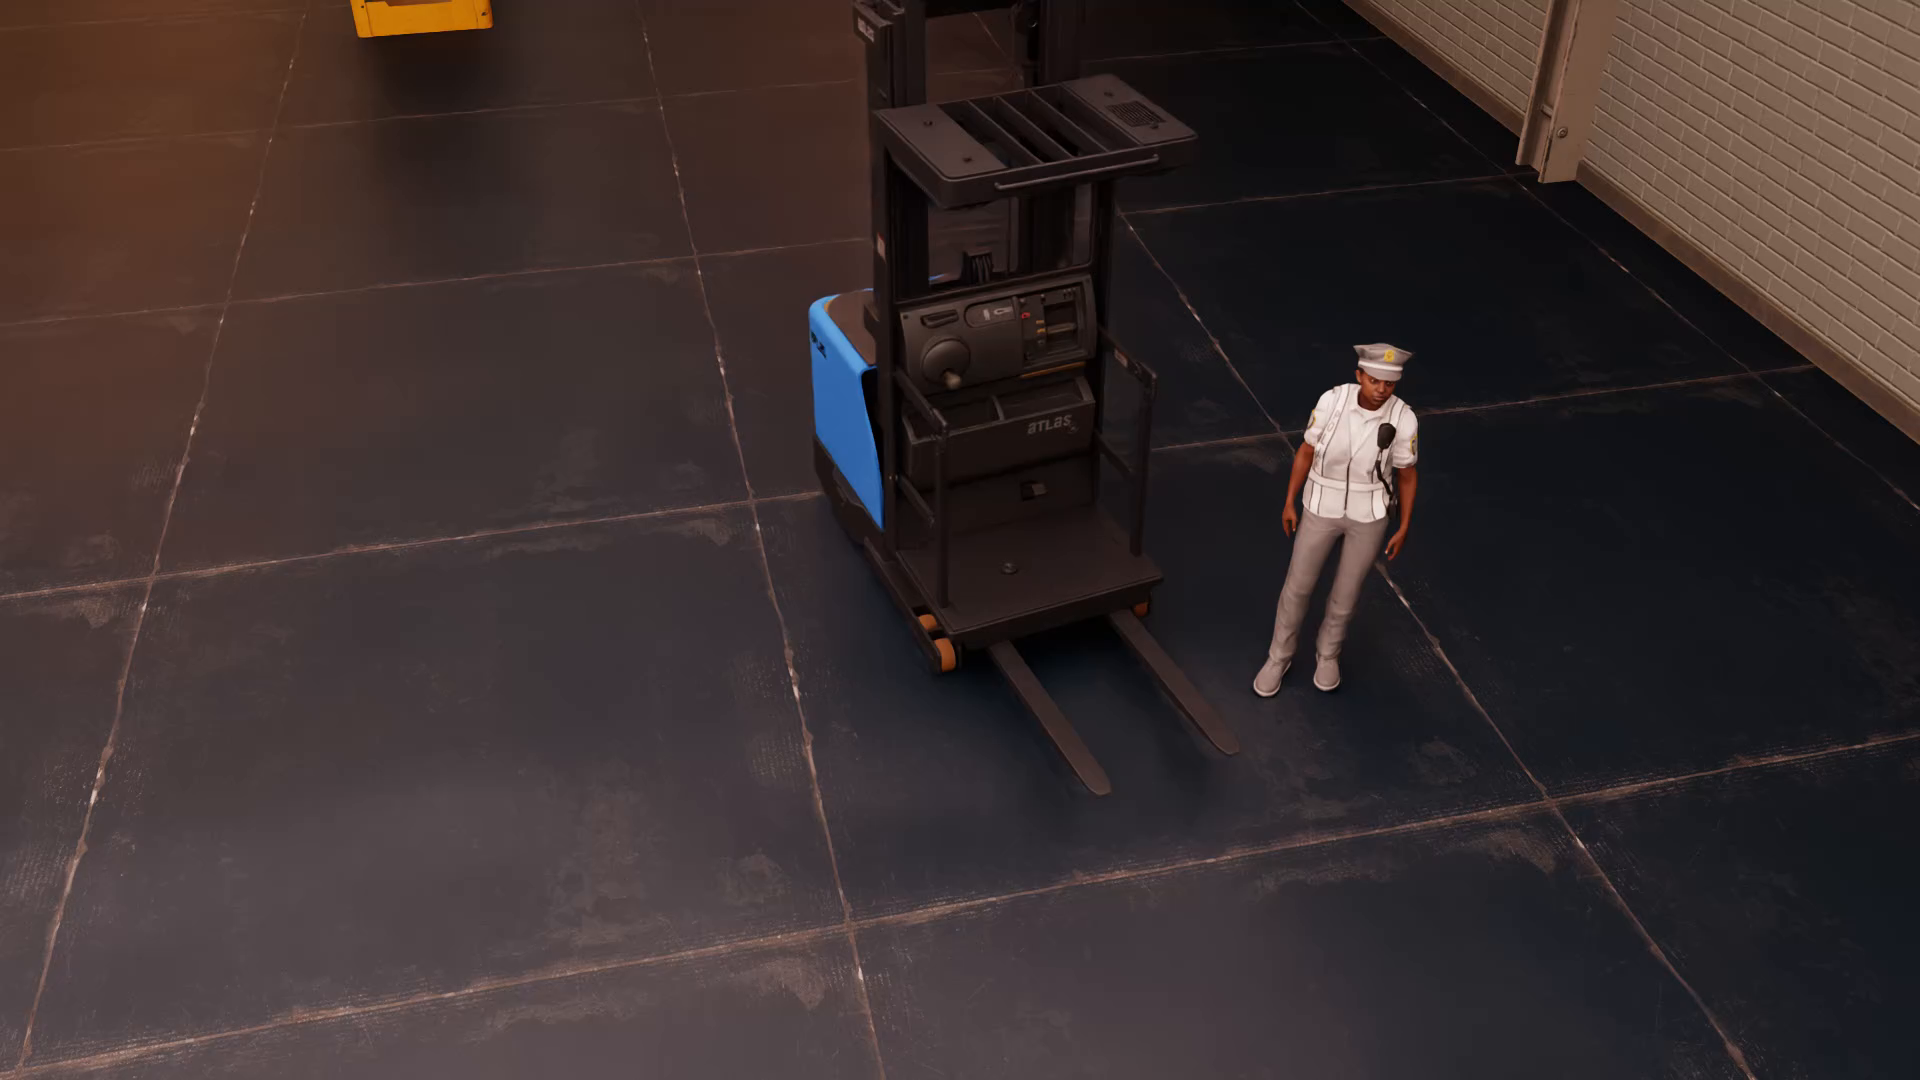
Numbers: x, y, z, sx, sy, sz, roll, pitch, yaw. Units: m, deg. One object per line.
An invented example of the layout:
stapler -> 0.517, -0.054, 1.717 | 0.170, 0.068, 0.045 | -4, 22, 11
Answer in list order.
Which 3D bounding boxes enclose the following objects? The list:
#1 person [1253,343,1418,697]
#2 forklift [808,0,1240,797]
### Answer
person -> 1.664, -0.076, 7.209 | 0.554, 1.692, 0.527 | 10, 37, 14
forklift -> 0.266, -0.859, 7.244 | 1.130, 2.935, 3.031 | -14, 38, -19
